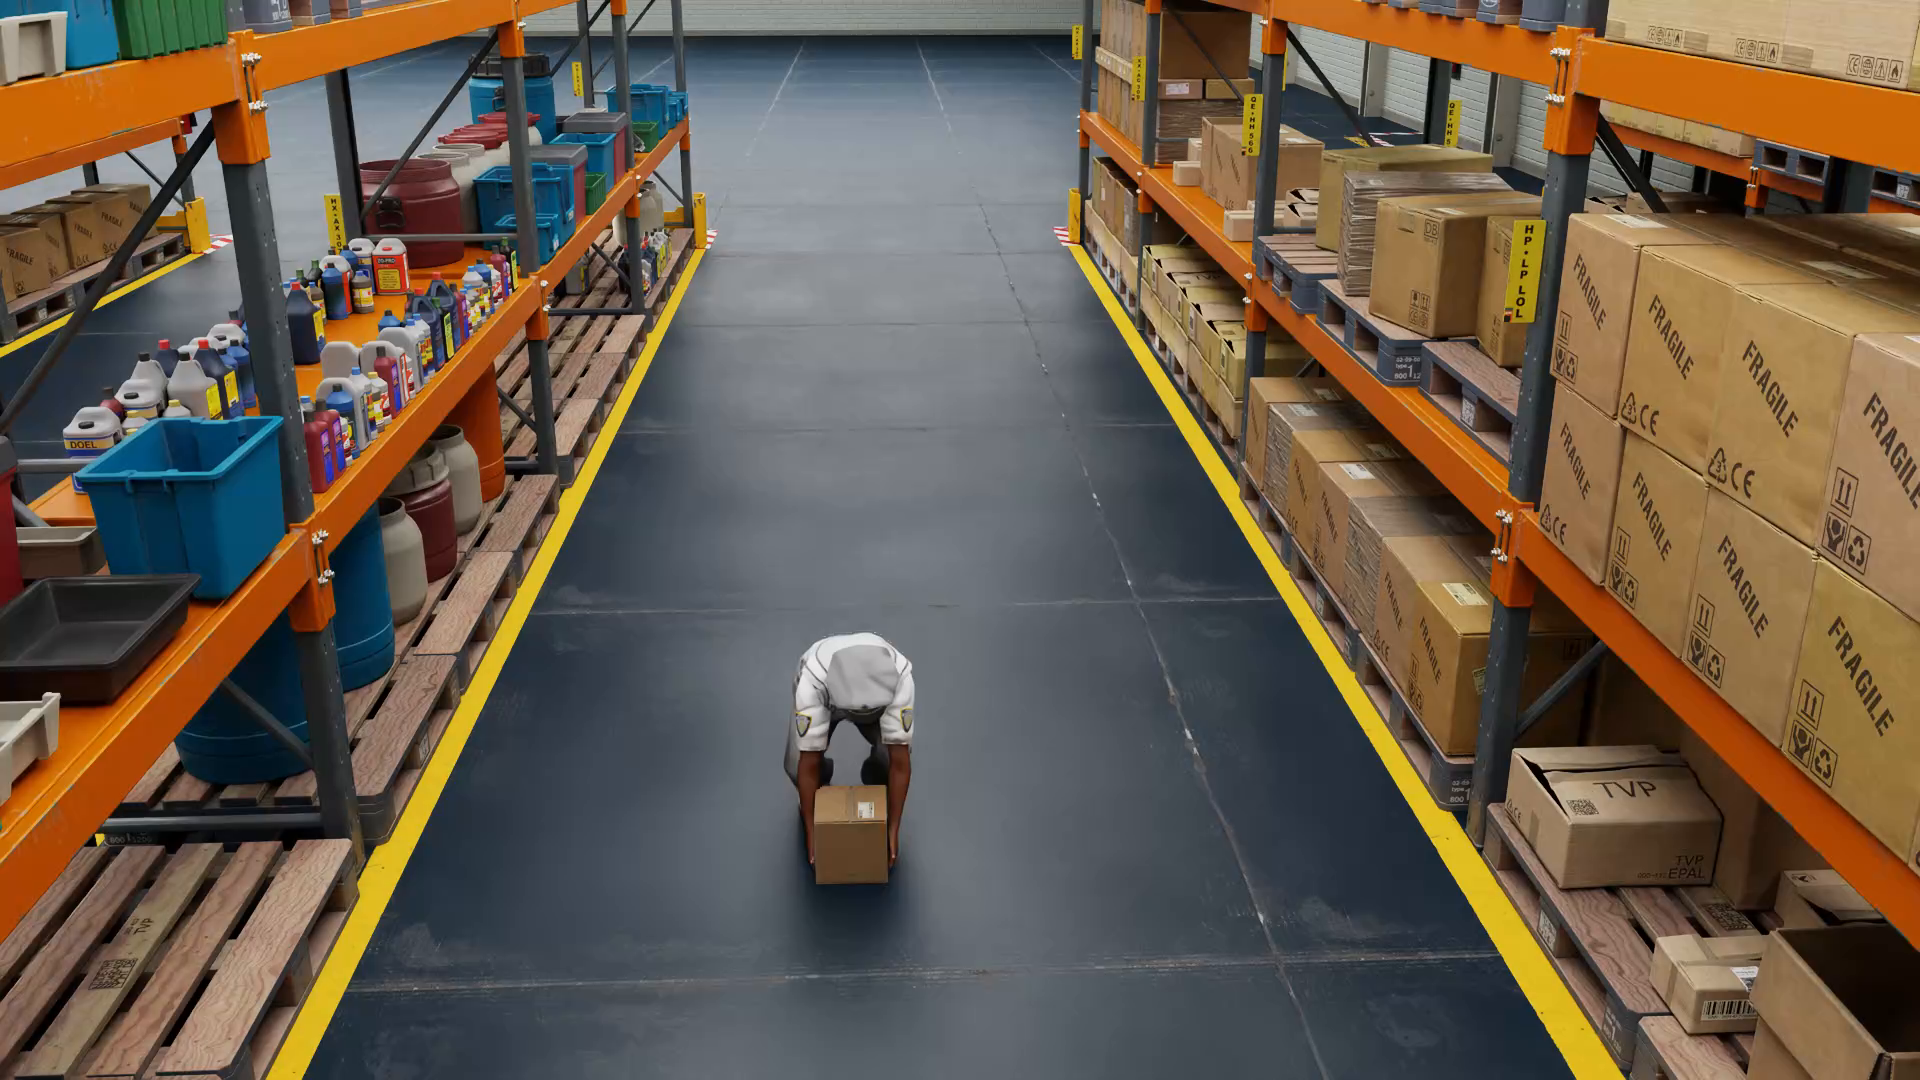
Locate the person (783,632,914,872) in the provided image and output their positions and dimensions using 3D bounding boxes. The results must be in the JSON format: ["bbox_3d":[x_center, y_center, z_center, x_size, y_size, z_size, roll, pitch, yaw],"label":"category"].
[{"bbox_3d":[-0.404,0.664,6.042,0.476,0.848,0.870,-1,21,-3],"label":"person"}]
